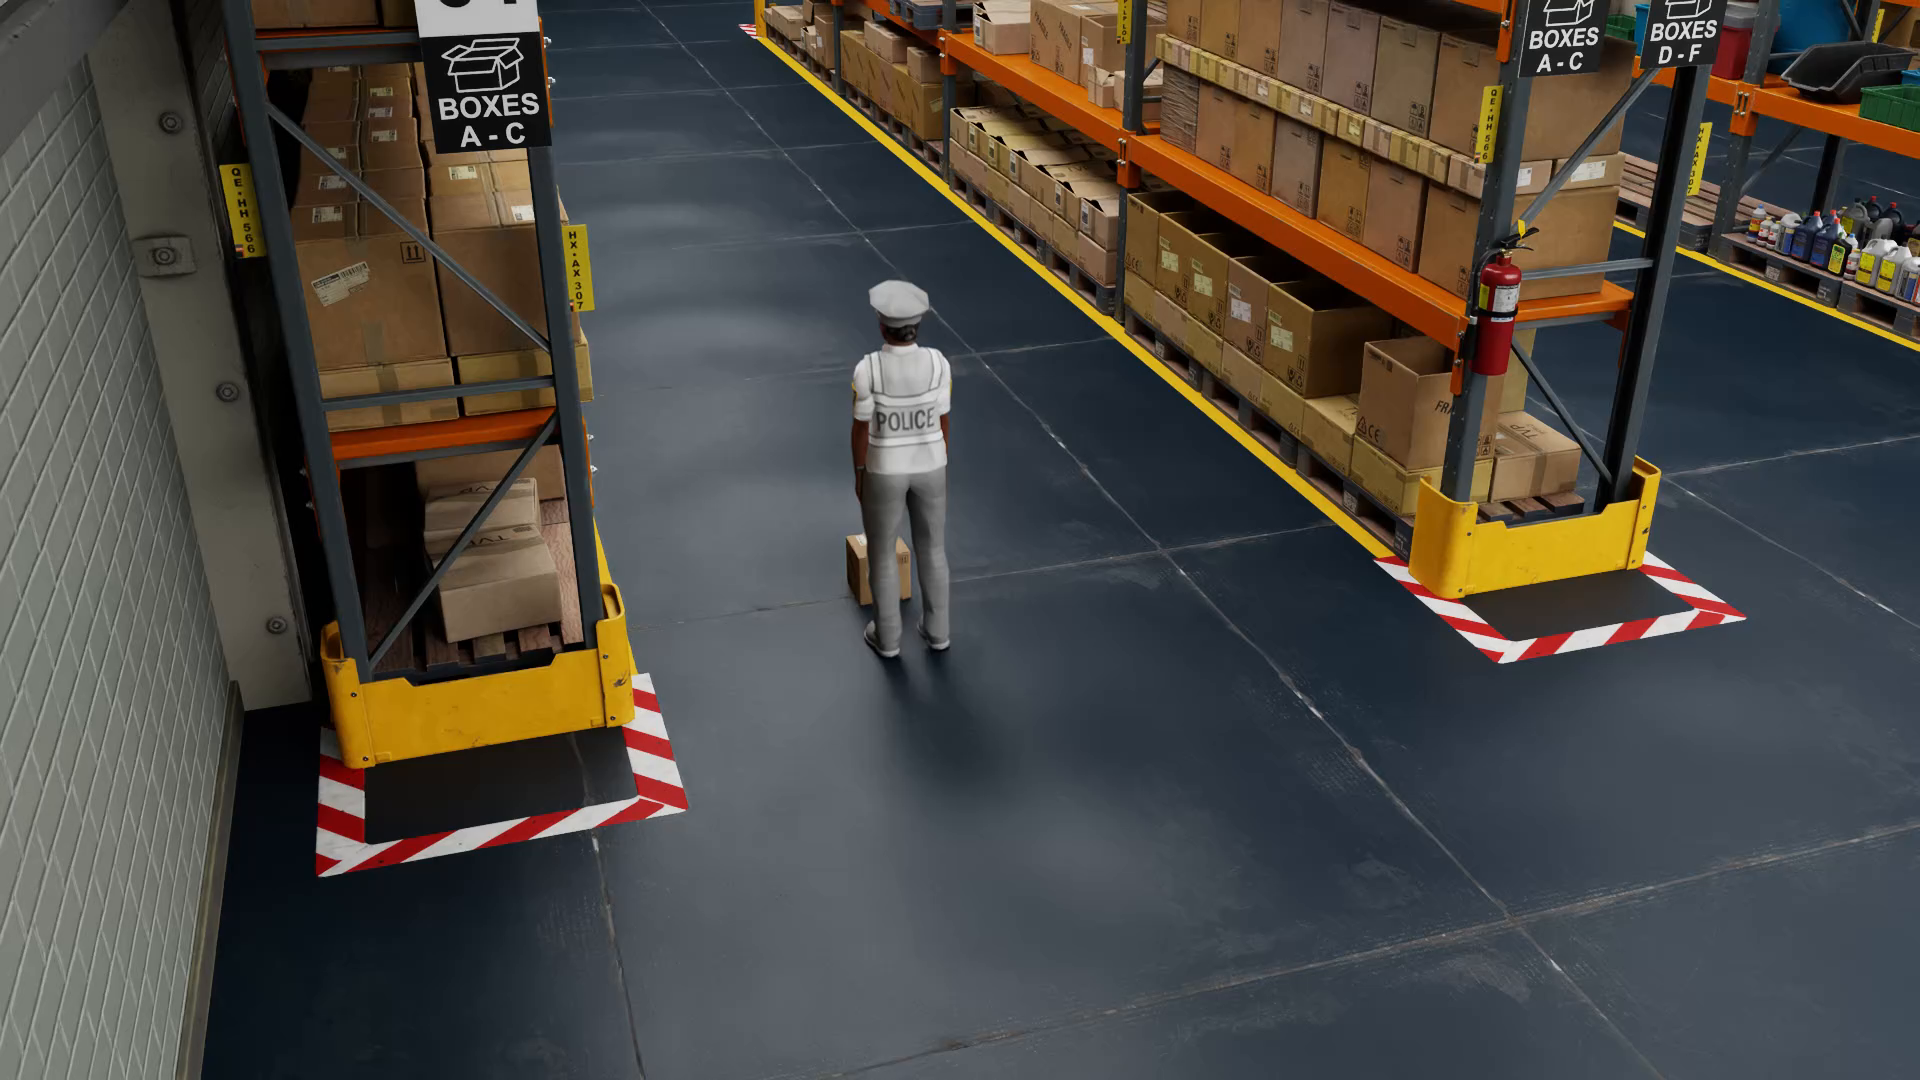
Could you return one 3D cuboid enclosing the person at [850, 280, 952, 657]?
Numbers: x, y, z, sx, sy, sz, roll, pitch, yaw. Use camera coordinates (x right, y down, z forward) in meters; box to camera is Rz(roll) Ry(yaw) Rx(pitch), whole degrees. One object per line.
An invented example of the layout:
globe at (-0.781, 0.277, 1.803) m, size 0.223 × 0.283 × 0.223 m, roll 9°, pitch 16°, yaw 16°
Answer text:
person at (-0.255, -0.296, 7.192) m, size 0.426 × 1.680 × 0.339 m, roll -7°, pitch 27°, yaw -14°
